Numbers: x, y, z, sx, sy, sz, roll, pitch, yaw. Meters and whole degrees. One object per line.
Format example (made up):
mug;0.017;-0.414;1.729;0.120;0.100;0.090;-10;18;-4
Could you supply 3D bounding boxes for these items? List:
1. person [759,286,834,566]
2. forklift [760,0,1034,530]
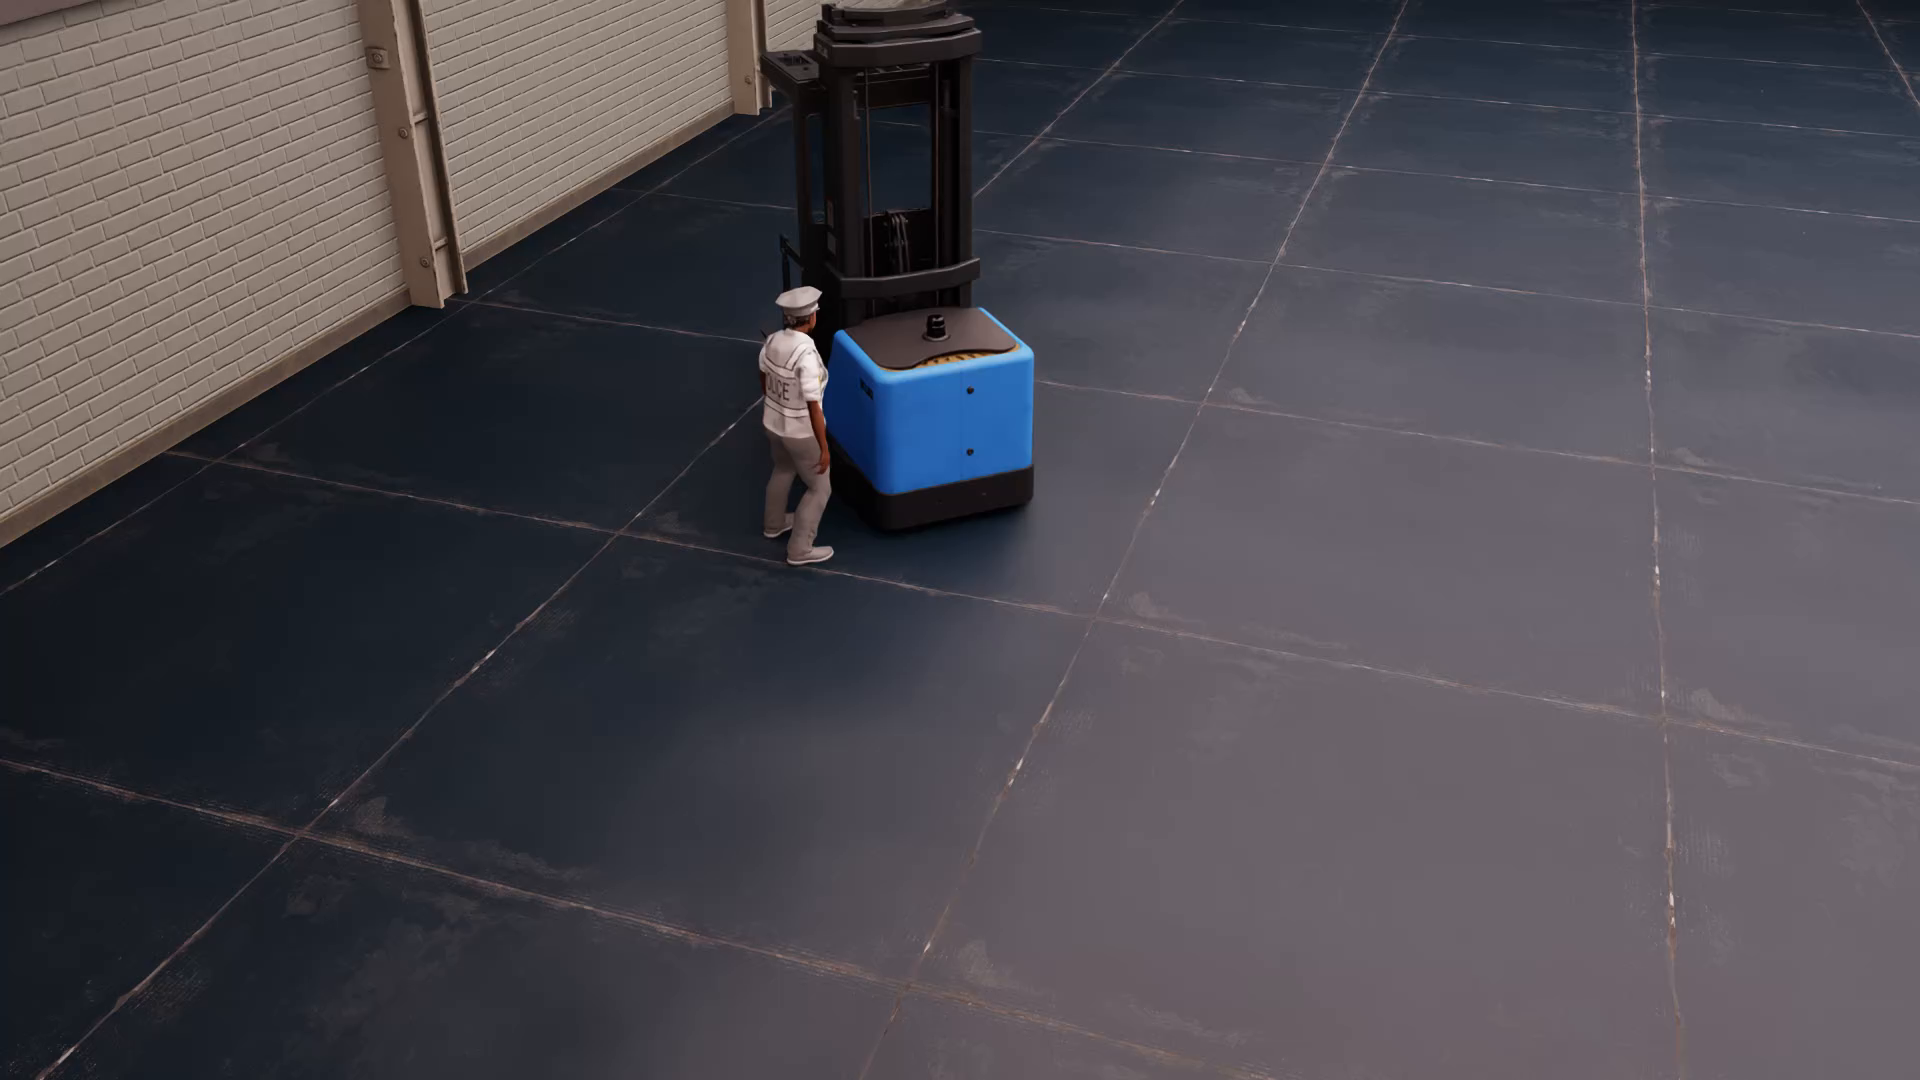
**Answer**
person;-0.948;-0.651;9.594;0.377;1.636;0.727;-23;37;-34
forklift;-0.585;-2.047;10.728;1.130;2.935;3.031;-12;32;-20
